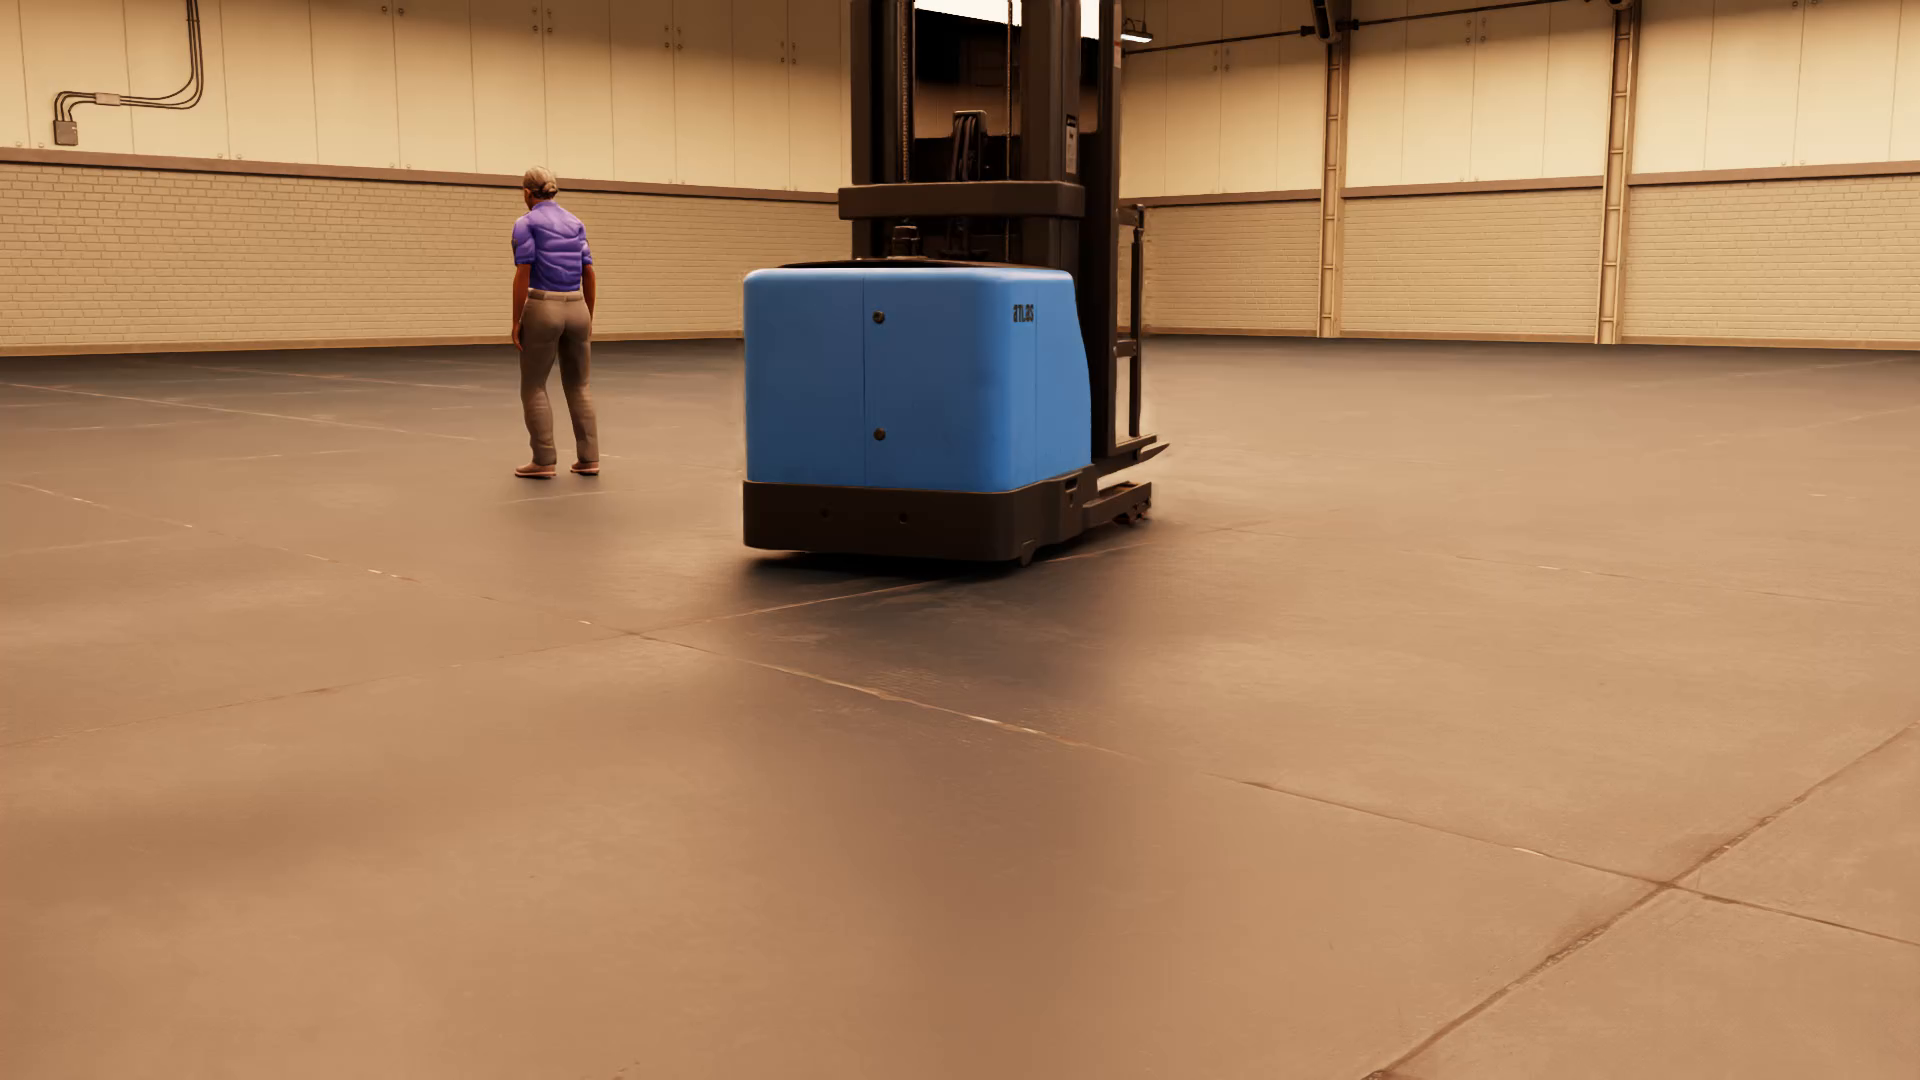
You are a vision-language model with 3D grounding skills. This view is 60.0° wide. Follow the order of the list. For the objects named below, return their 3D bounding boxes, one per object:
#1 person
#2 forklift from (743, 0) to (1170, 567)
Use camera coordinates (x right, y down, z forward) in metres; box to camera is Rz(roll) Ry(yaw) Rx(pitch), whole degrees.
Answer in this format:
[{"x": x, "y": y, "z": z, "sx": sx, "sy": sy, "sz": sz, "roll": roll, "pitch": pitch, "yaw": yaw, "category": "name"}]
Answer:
[{"x": -2.181, "y": -1.166, "z": 8.923, "sx": 0.505, "sy": 1.655, "sz": 0.350, "roll": -8, "pitch": 12, "yaw": -42, "category": "person"}, {"x": 0.210, "y": -1.536, "z": 7.072, "sx": 1.130, "sy": 2.935, "sz": 3.031, "roll": 3, "pitch": 9, "yaw": 21, "category": "forklift"}]
